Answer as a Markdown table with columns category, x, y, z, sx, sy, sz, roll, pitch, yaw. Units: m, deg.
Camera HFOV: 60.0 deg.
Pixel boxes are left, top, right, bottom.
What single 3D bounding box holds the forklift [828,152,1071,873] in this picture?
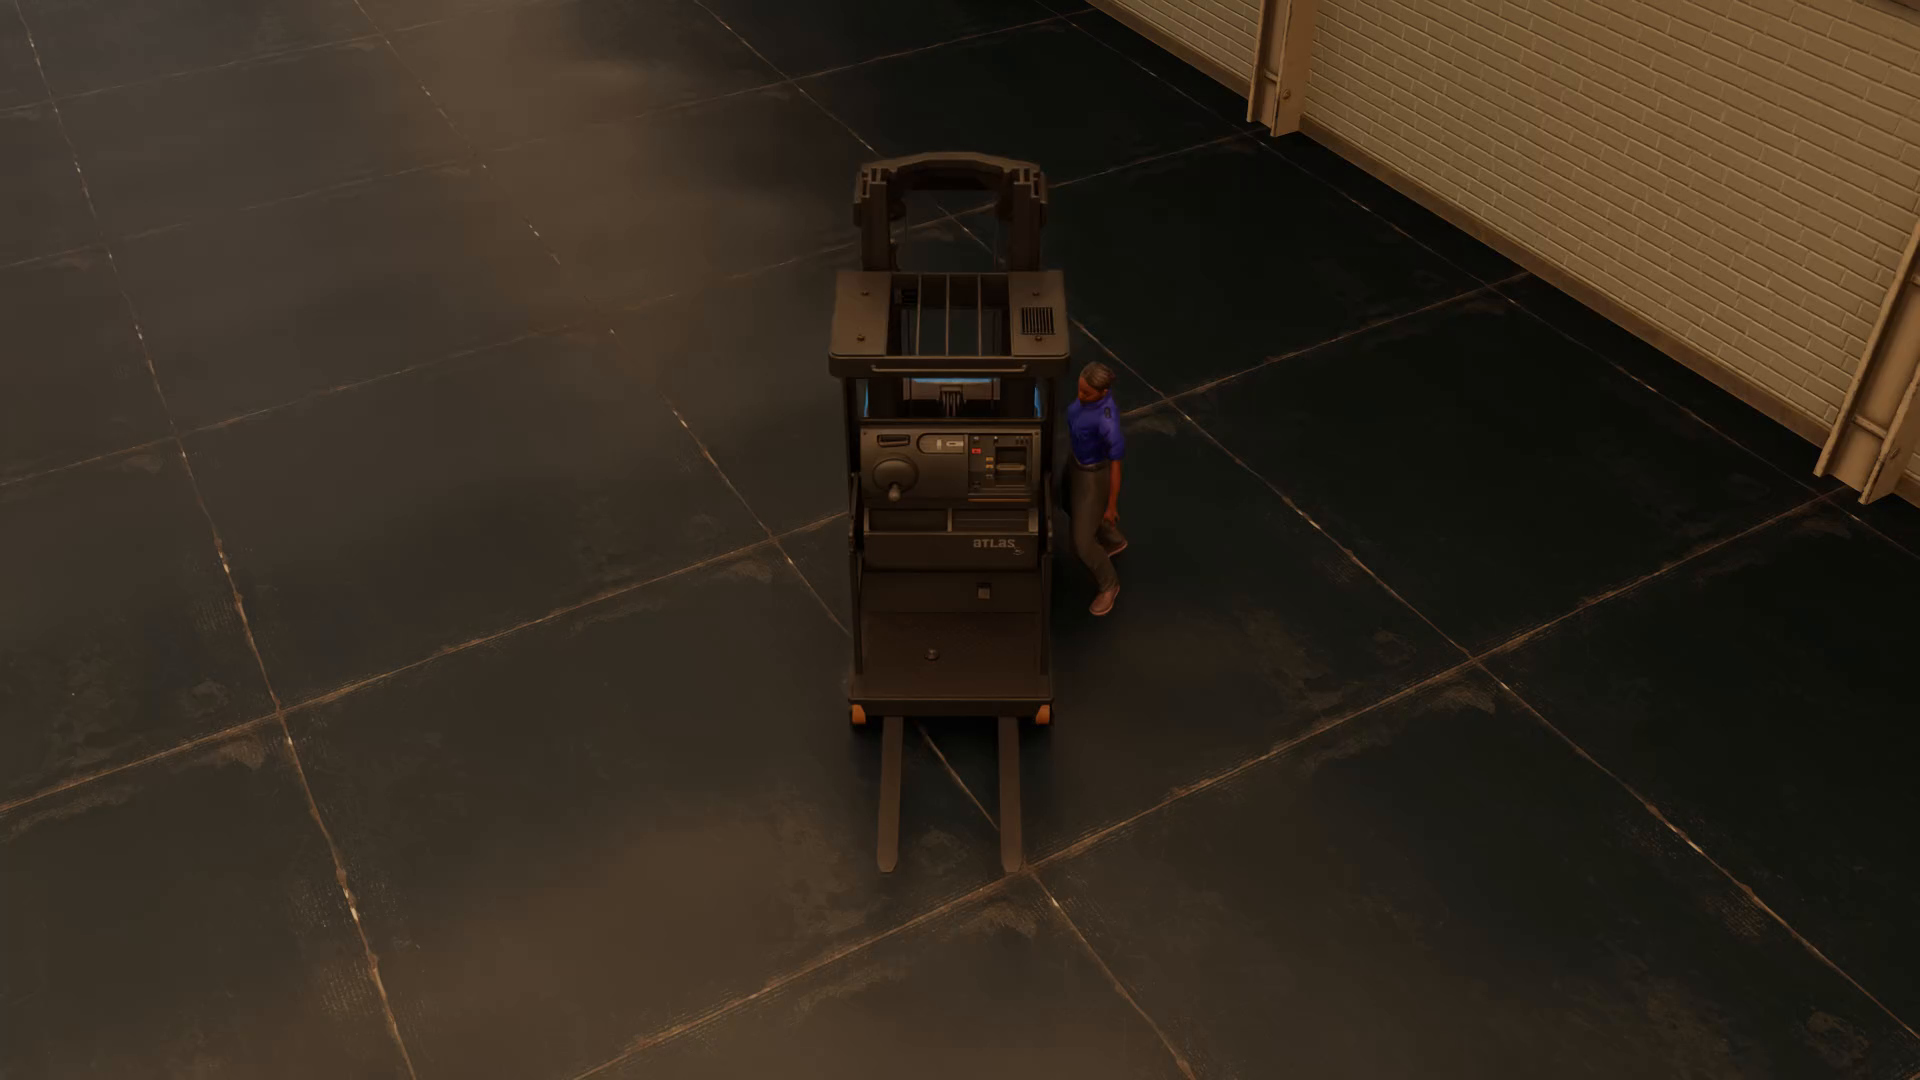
| category | x | y | z | sx | sy | sz | roll | pitch | yaw |
| --- | --- | --- | --- | --- | --- | --- | --- | --- | --- |
| forklift | -0.046 | -0.317 | 8.418 | 1.130 | 2.935 | 3.031 | 0 | 40 | 0 |

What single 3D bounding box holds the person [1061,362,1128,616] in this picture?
| category | x | y | z | sx | sy | sz | roll | pitch | yaw |
| --- | --- | --- | --- | --- | --- | --- | --- | --- | --- |
| person | 0.819 | -0.410 | 9.614 | 0.472 | 1.614 | 0.818 | -6 | 40 | -7 |
